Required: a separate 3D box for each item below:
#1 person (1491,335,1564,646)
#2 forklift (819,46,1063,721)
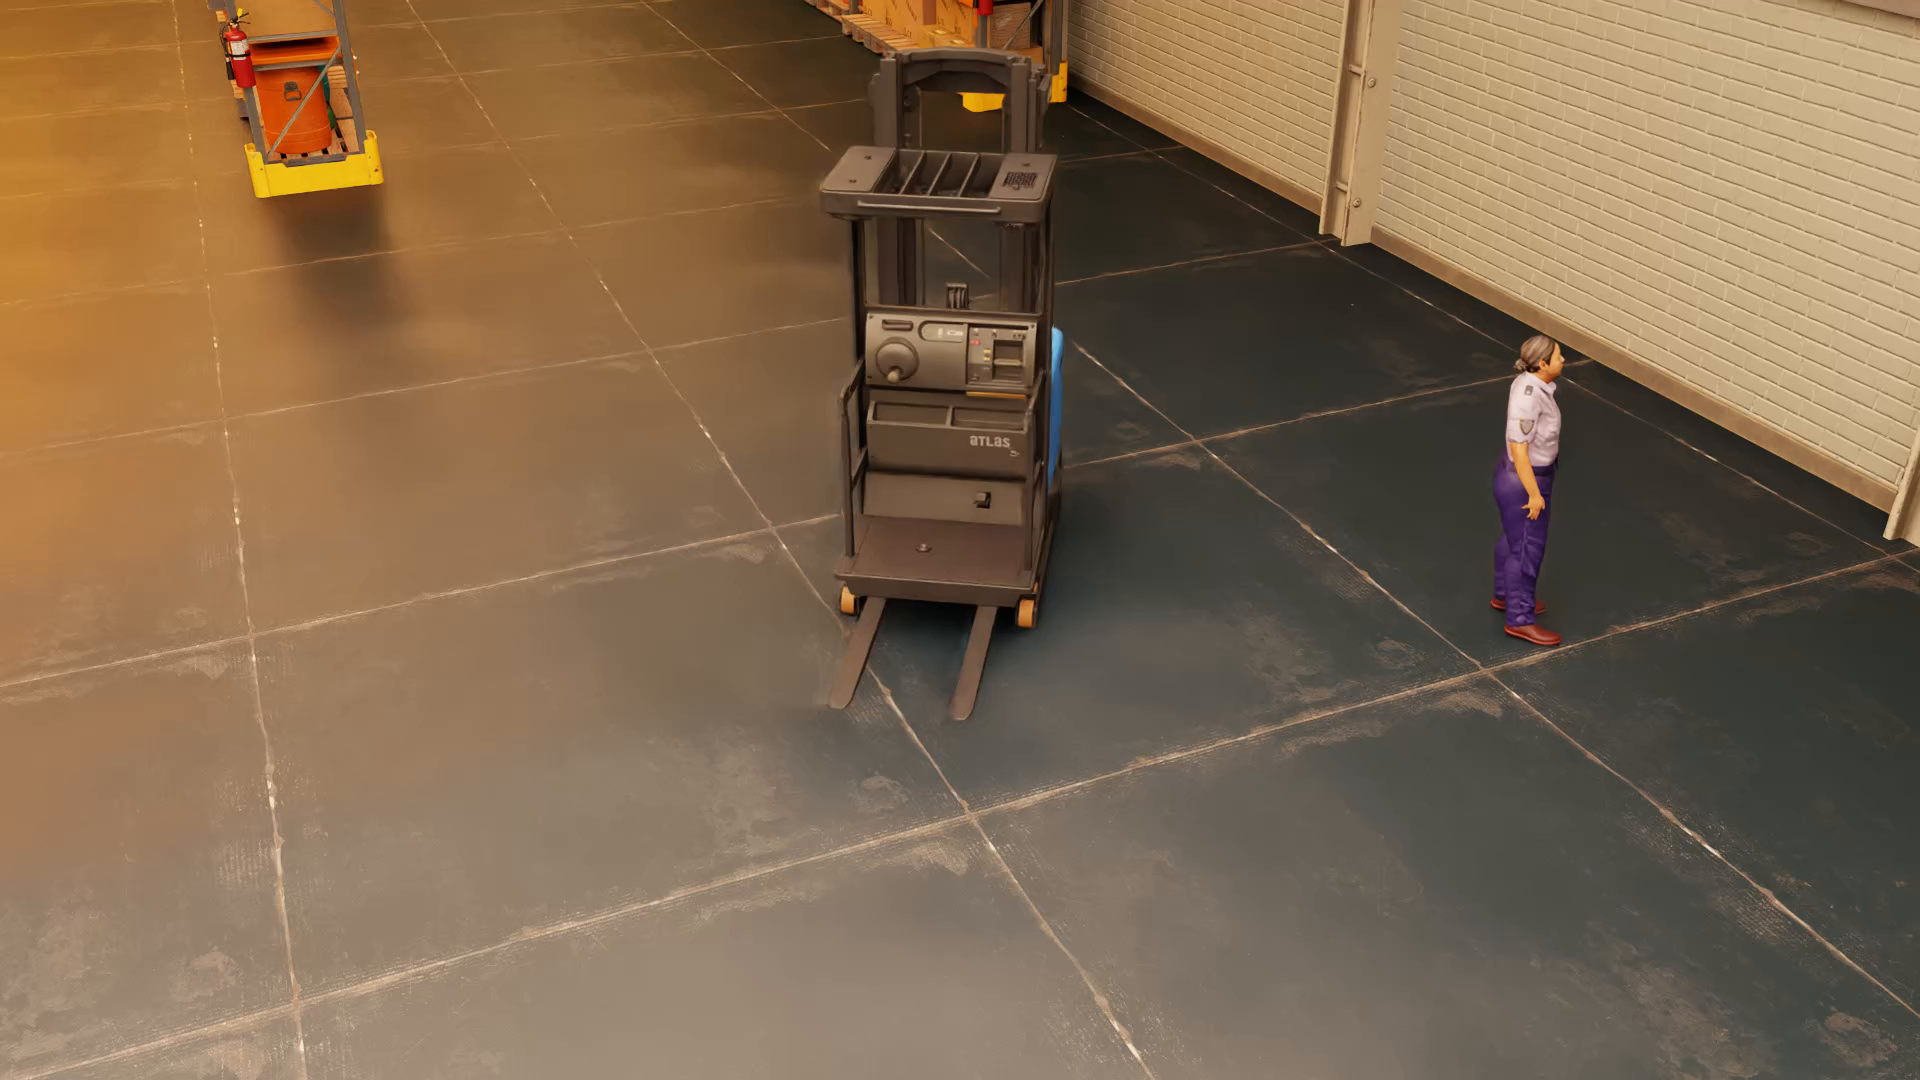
[{"bbox_3d":[3.114,-0.294,8.923,0.484,1.658,0.580,8,31,14],"label":"person"},{"bbox_3d":[-0.080,-0.971,8.817,1.130,2.935,3.031,4,30,7],"label":"forklift"}]
